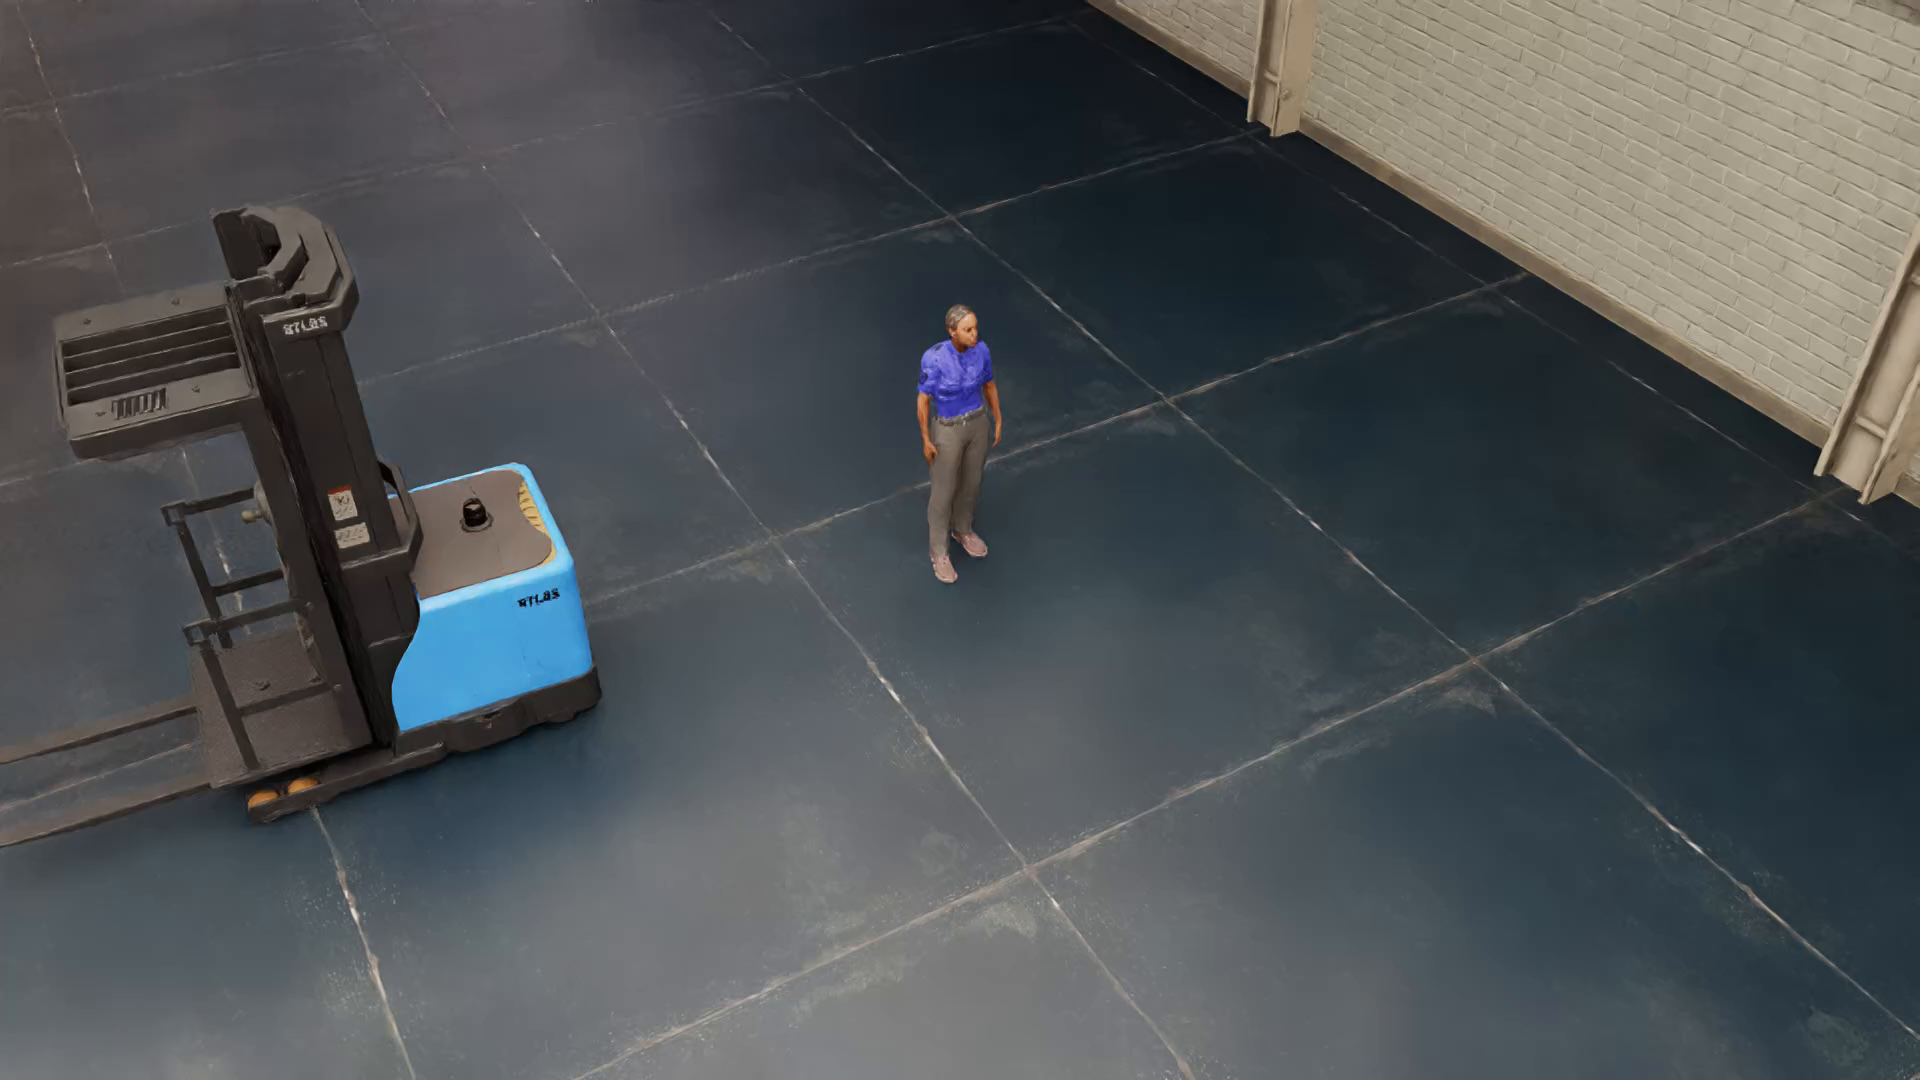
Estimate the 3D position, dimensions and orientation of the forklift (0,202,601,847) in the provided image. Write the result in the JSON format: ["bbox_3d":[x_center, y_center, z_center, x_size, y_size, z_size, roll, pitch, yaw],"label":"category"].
[{"bbox_3d":[-3.538,-0.061,8.110,3.031,2.935,1.130,-17,43,-20],"label":"forklift"}]

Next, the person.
[{"bbox_3d":[0.027,-0.587,9.733,0.570,1.654,0.503,-20,44,-23],"label":"person"}]
